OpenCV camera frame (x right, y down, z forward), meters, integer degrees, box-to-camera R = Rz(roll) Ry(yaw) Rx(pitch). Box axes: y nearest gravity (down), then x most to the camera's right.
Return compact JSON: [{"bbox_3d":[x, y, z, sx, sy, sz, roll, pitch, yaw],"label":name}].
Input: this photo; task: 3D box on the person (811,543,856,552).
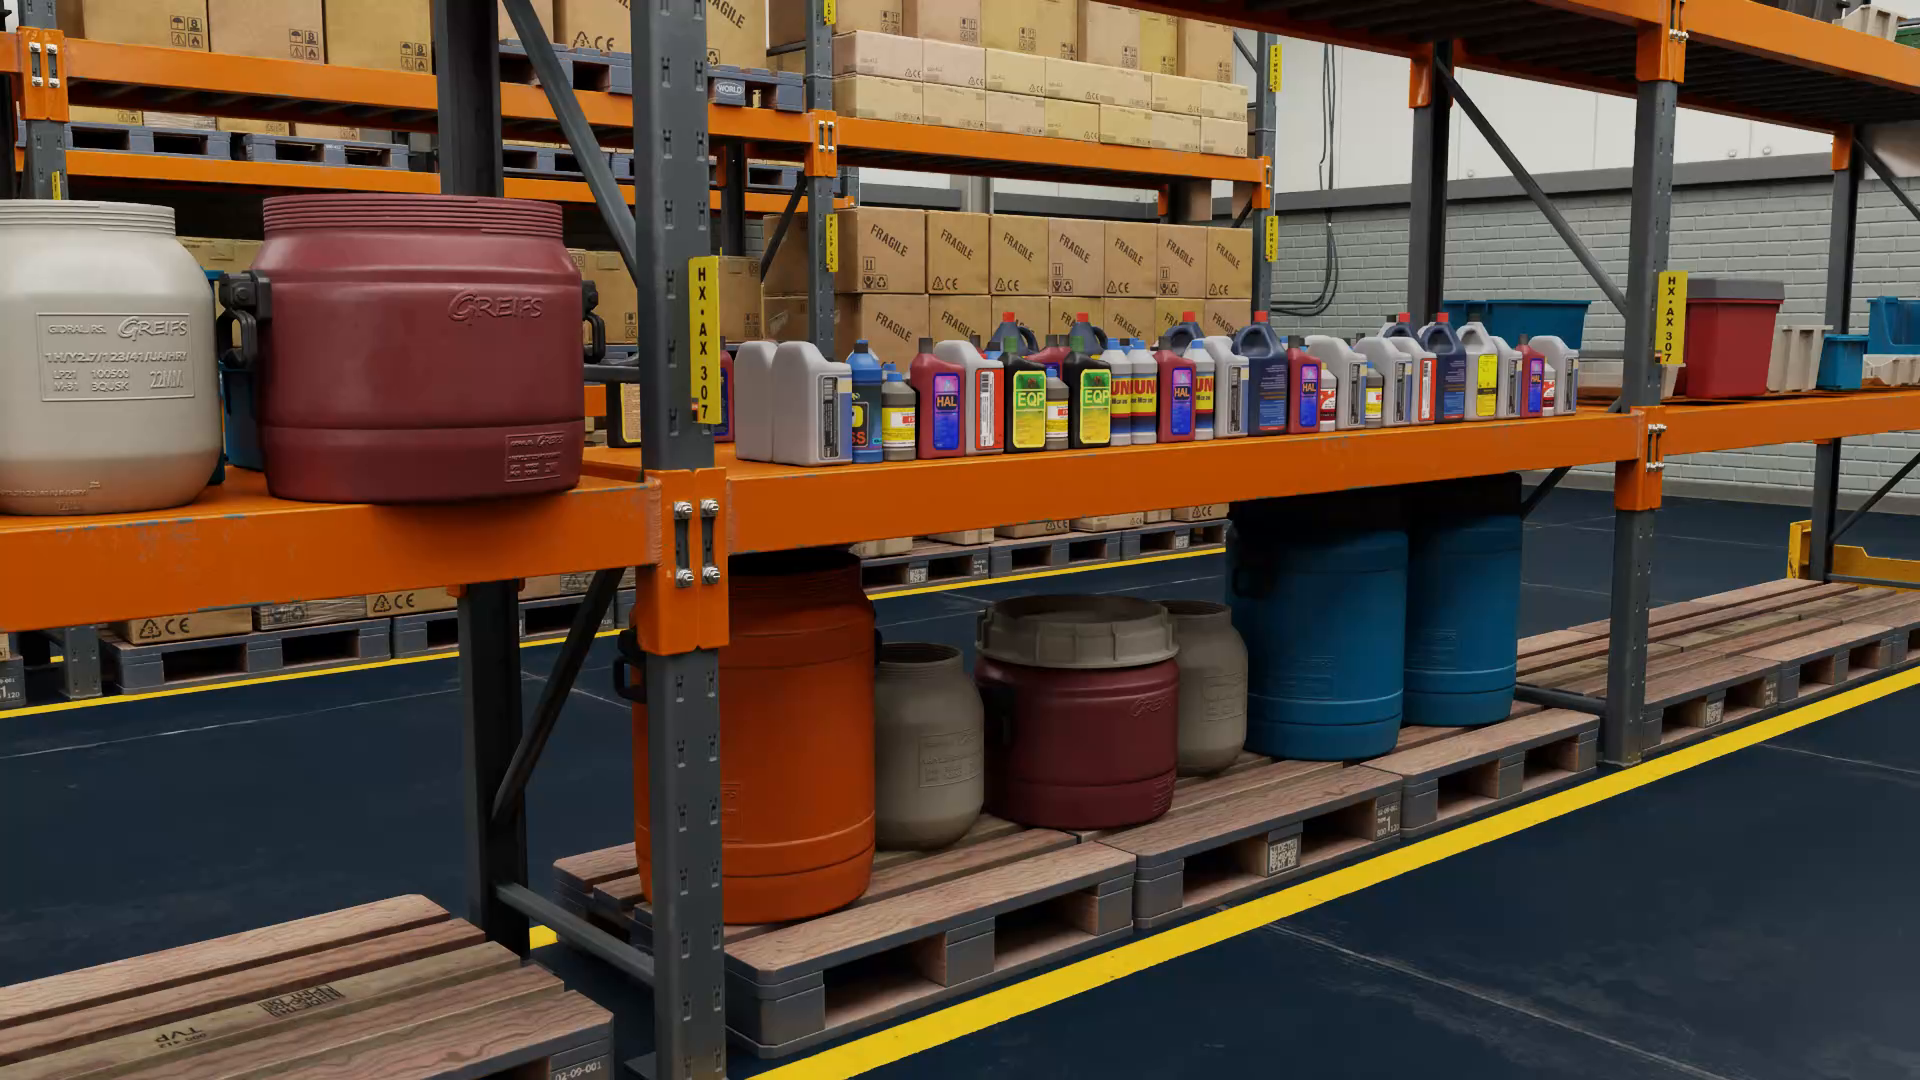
[{"bbox_3d":[-0.833,0.085,7.618,0.480,1.109,0.945,-7,10,-44],"label":"person"}]
